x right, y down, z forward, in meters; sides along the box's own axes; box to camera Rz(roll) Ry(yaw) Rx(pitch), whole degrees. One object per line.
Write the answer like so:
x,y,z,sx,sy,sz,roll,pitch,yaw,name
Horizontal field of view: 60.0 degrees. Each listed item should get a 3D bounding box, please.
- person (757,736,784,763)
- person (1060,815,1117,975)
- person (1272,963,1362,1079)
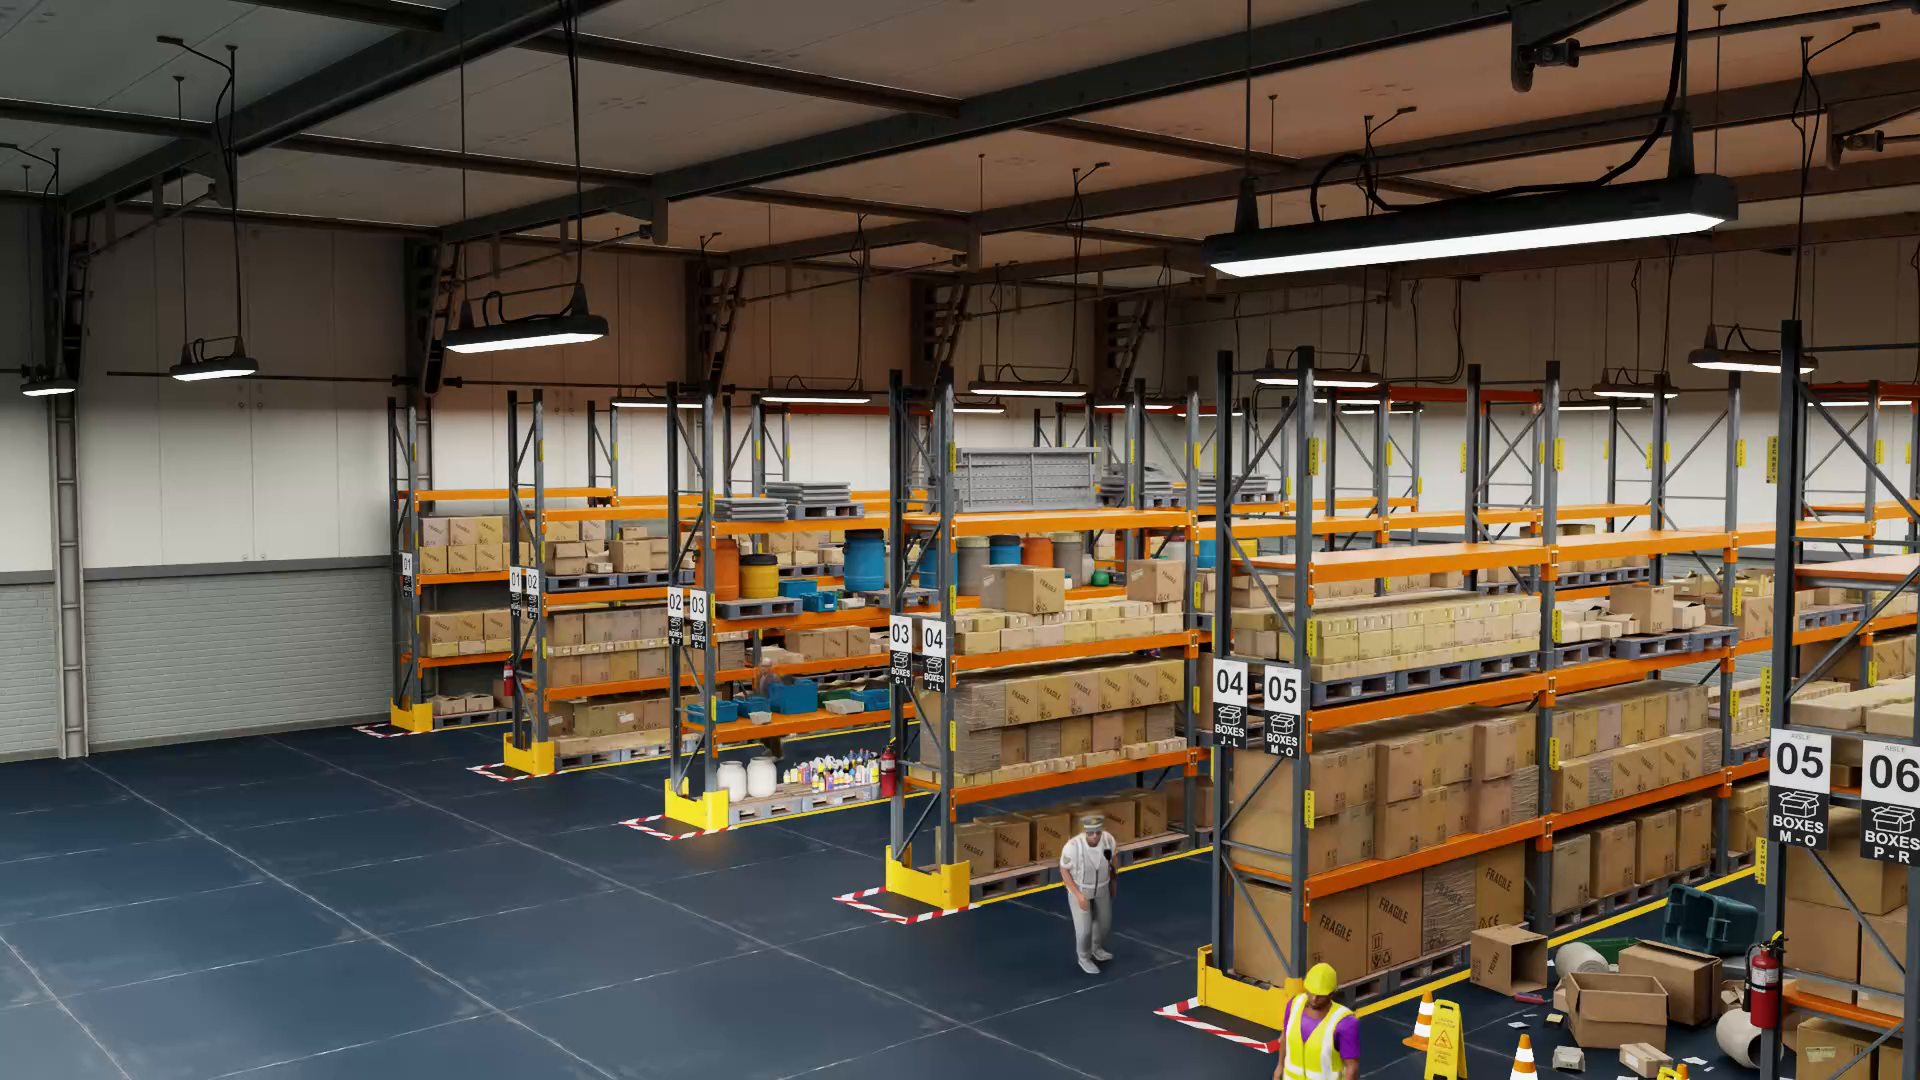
-3.069,3.067,26.772,0.462,1.040,0.547,3,4,40,person
1.260,3.408,16.190,0.690,1.617,0.847,-1,4,-18,person
2.311,3.281,10.969,0.658,0.973,0.591,2,4,36,person
